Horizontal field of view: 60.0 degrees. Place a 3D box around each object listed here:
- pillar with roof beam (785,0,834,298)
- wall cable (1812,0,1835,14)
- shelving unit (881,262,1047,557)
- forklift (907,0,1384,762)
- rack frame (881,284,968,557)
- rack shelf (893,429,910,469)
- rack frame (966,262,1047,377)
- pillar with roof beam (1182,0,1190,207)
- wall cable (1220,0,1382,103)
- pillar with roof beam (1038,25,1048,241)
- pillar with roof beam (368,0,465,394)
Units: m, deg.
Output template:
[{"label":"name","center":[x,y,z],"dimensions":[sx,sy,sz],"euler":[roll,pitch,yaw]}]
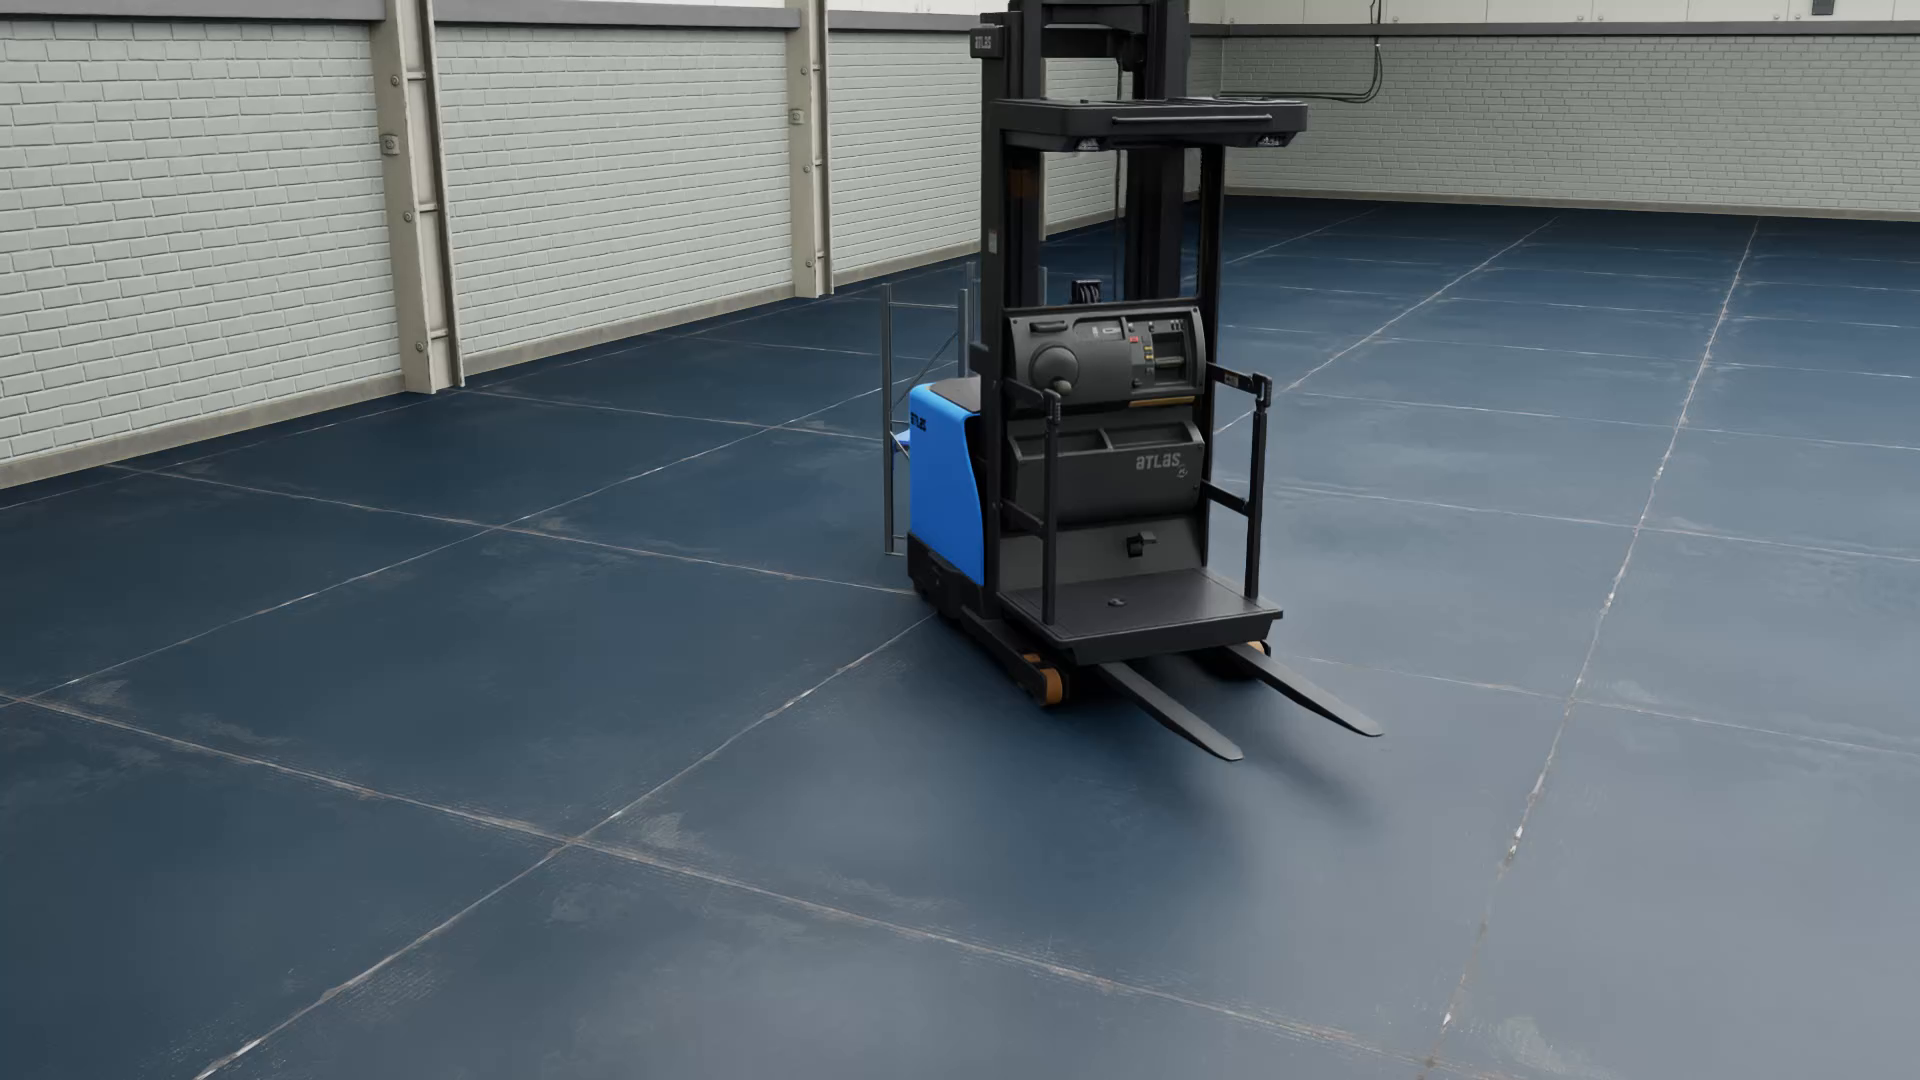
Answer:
[{"label":"pillar with roof beam","center":[2.186,-6.551,15.777],"dimensions":[9.100,9.000,0.400],"euler":[8,18,25]},{"label":"wall cable","center":[14.682,-11.156,25.308],"dimensions":[2.305,6.003,0.169],"euler":[8,18,25]},{"label":"shelving unit","center":[0.038,-0.741,9.384],"dimensions":[0.538,1.500,1.048],"euler":[8,18,25]},{"label":"forklift","center":[0.738,-0.826,7.157],"dimensions":[1.130,2.935,3.031],"euler":[-6,18,-21]},{"label":"rack frame","center":[-0.189,-0.611,8.948],"dimensions":[0.500,1.500,0.032],"euler":[8,18,25]},{"label":"rack shelf","center":[0.038,-0.568,9.435],"dimensions":[0.538,0.185,1.000],"euler":[8,18,25]},{"label":"rack frame","center":[0.265,-0.870,9.820],"dimensions":[0.500,1.500,0.032],"euler":[8,18,25]},{"label":"pillar with roof beam","center":[7.548,-9.608,26.068],"dimensions":[9.100,9.000,0.400],"euler":[8,18,25]},{"label":"wall cable","center":[6.196,-9.249,30.314],"dimensions":[3.097,2.526,0.112],"euler":[8,18,25]},{"label":"pillar with roof beam","center":[4.867,-8.080,20.922],"dimensions":[9.100,9.000,0.400],"euler":[8,18,25]},{"label":"pillar with roof beam","center":[-0.495,-5.023,10.631],"dimensions":[9.100,9.000,0.400],"euler":[8,18,25]}]
